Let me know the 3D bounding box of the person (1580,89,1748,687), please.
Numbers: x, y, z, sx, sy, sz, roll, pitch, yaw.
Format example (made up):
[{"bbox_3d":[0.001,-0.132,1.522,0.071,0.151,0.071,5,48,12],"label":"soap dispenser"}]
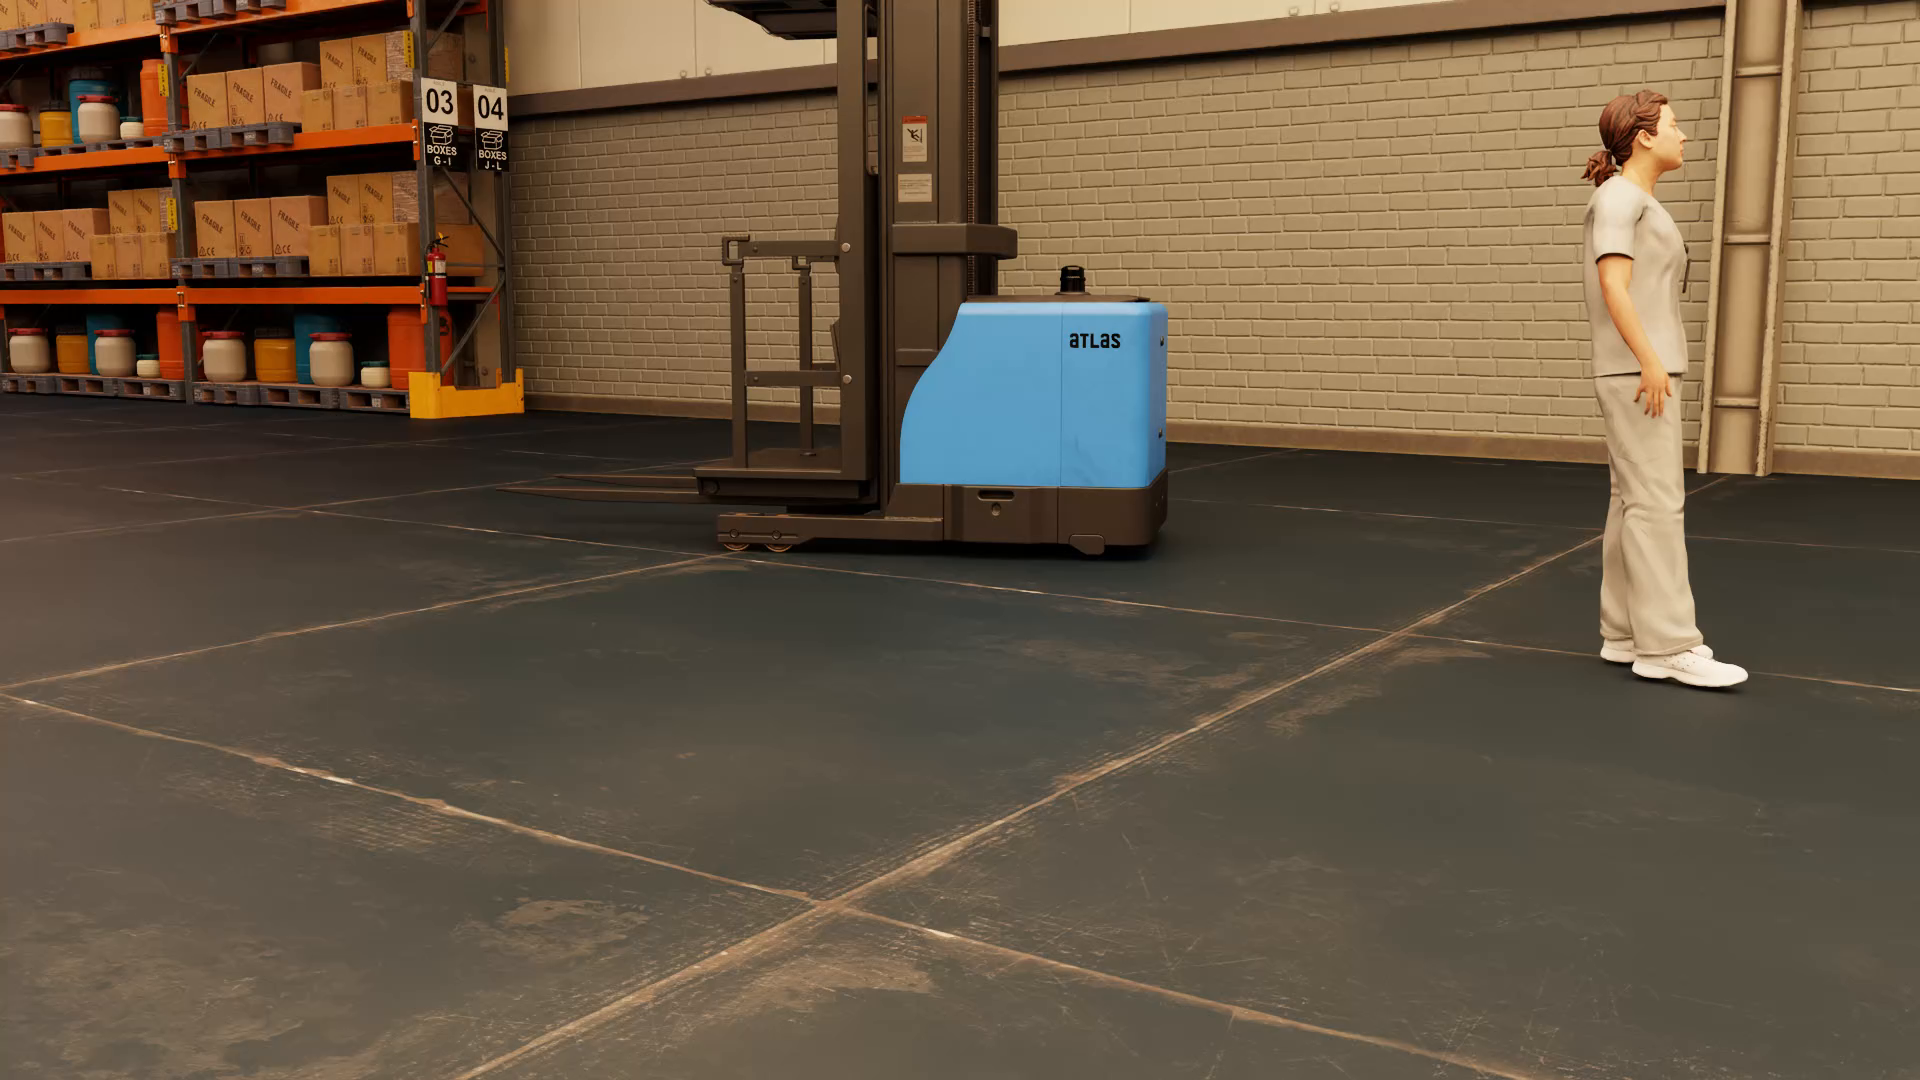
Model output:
[{"bbox_3d":[2.051,-0.459,4.828,0.548,1.674,0.549,4,9,28],"label":"person"}]

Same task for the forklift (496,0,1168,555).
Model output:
[{"bbox_3d":[-0.596,-1.469,7.520,3.031,2.935,1.130,2,8,12],"label":"forklift"}]
